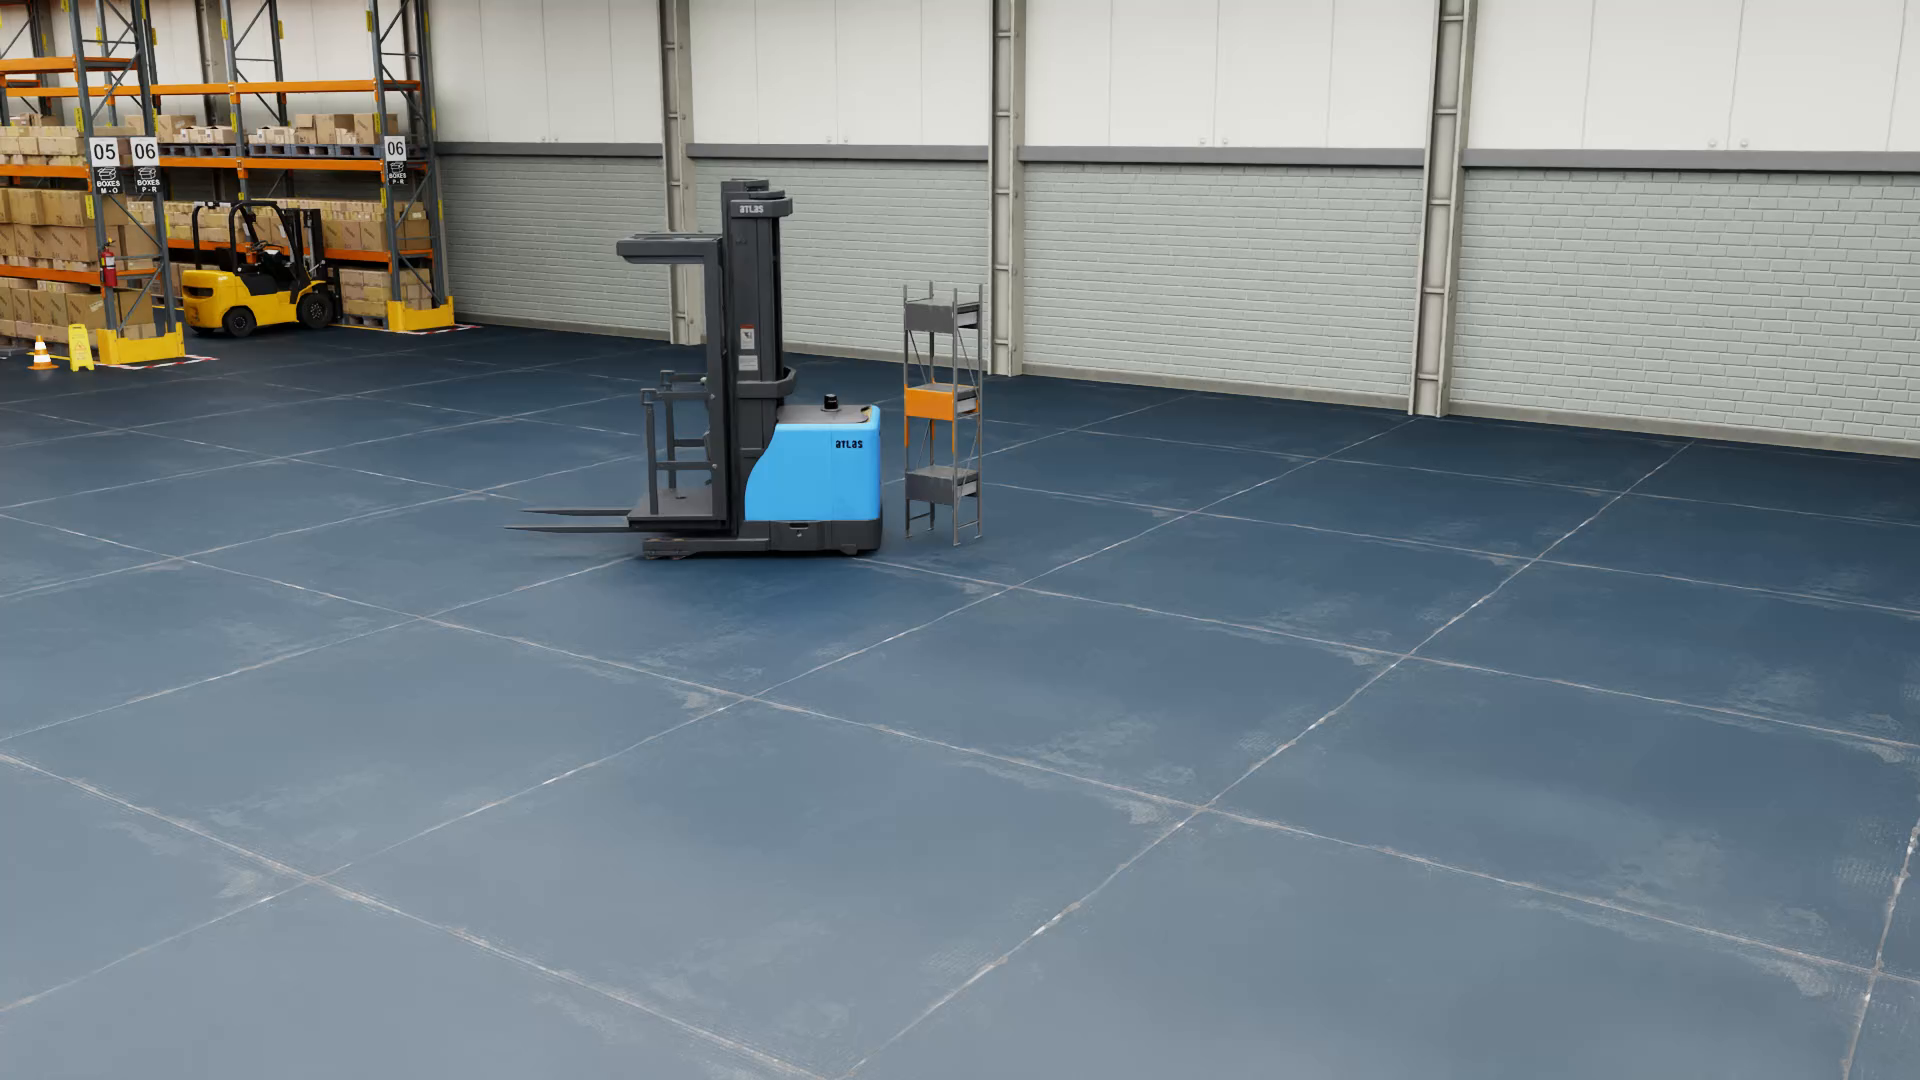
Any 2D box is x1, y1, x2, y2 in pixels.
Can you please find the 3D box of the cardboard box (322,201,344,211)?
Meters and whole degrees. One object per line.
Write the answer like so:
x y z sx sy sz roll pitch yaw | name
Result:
-10.783 -5.771 28.716 0.250 0.149 0.380 10 17 34 | cardboard box

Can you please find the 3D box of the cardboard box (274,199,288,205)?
-11.989 -5.999 29.637 0.250 0.149 0.380 9 16 32 | cardboard box

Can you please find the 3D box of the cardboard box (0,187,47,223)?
-14.282 -5.083 25.205 0.500 0.500 0.700 9 16 32 | cardboard box

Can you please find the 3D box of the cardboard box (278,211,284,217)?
-11.843 -5.799 29.448 0.250 0.149 0.380 10 17 34 | cardboard box

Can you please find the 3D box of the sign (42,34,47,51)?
-18.905 -10.269 34.306 0.005 0.325 0.100 9 17 33 | sign

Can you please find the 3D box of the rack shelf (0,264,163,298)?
-13.680 -4.035 25.377 4.000 0.370 1.077 9 17 33 | rack shelf

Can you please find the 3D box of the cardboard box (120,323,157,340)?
-12.535 -3.148 25.147 0.500 0.250 0.500 9 17 32 | cardboard box

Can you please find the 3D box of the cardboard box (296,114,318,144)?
-11.014 -7.119 28.798 0.637 0.503 0.797 10 17 35 | cardboard box

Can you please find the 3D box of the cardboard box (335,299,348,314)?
-10.637 -4.113 29.042 0.500 0.250 0.500 9 17 33 | cardboard box

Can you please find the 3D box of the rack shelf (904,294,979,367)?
-0.137 -1.708 13.496 0.480 0.518 0.431 9 17 33 | rack shelf

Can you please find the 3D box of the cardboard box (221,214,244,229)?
-13.122 -5.827 30.392 0.500 0.250 0.500 9 16 32 | cardboard box

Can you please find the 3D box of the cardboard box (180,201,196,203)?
-14.805 -6.460 32.120 0.250 0.149 0.380 9 16 32 | cardboard box

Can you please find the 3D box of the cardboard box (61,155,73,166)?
-12.697 -5.469 23.953 0.250 0.149 0.380 9 17 33 | cardboard box

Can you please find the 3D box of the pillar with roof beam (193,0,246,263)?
-16.709 -8.237 28.372 0.400 9.000 9.100 9 17 33 | pillar with roof beam

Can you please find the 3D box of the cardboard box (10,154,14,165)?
-13.936 -5.688 24.840 0.250 0.149 0.380 9 17 33 | cardboard box

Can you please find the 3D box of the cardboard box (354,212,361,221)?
-10.107 -5.535 28.384 0.250 0.149 0.380 10 17 34 | cardboard box

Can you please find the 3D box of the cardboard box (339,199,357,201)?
-10.901 -5.949 29.437 0.250 0.149 0.380 10 17 34 | cardboard box

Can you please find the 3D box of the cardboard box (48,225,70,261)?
-13.037 -4.395 24.506 0.500 0.500 0.500 9 17 33 | cardboard box

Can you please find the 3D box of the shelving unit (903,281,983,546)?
-0.137 -1.041 13.661 0.503 2.100 0.431 9 17 33 | shelving unit

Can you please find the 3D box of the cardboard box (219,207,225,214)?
-13.377 -6.082 30.590 0.250 0.149 0.380 9 17 33 | cardboard box

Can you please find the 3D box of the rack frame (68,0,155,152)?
-12.020 -7.028 23.486 0.127 3.000 1.000 9 17 33 | rack frame

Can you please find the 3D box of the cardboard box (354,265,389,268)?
-10.372 -4.698 29.327 0.500 0.250 0.500 9 17 32 | cardboard box

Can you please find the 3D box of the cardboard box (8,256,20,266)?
-14.201 -4.251 25.274 0.250 0.149 0.380 9 17 33 | cardboard box

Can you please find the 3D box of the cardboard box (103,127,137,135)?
-12.201 -5.925 24.138 0.250 0.149 0.380 9 17 32 | cardboard box

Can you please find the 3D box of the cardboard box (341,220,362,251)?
-10.233 -5.240 28.539 0.500 0.500 0.500 10 17 35 | cardboard box

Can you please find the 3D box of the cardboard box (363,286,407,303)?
-9.831 -4.221 28.439 0.500 0.250 0.500 9 16 32 | cardboard box

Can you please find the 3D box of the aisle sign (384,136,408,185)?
-9.362 -6.300 27.622 0.004 0.787 0.394 9 17 33 | aisle sign

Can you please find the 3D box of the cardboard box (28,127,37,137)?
-13.463 -6.015 24.500 0.250 0.149 0.380 9 16 31 | cardboard box

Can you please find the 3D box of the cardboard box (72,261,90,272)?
-12.722 -4.013 24.315 0.250 0.149 0.380 9 16 32 | cardboard box

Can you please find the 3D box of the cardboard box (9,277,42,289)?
-14.277 -3.934 25.412 0.250 0.149 0.380 10 17 36 | cardboard box

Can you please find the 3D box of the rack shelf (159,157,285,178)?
-14.232 -7.017 31.183 4.000 0.370 1.077 9 17 33 | rack shelf

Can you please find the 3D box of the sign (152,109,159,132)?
-11.717 -6.104 24.178 0.005 0.325 0.100 9 17 33 | sign

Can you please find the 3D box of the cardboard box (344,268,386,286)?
-10.236 -4.527 28.637 0.500 0.250 0.500 10 17 34 | cardboard box

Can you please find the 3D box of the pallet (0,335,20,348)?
-14.762 -3.216 26.374 1.213 0.211 1.003 9 17 33 | pallet

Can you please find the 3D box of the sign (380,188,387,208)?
-9.567 -5.677 27.610 0.005 0.325 0.100 9 17 33 | sign

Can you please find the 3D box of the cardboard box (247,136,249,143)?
-13.167 -7.382 30.599 0.250 0.149 0.380 9 17 33 | cardboard box

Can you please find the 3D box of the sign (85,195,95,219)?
-12.346 -4.723 23.594 0.005 0.325 0.100 9 17 33 | sign

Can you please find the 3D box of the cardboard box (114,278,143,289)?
-16.362 -5.183 32.847 0.500 0.500 0.500 10 17 34 | cardboard box

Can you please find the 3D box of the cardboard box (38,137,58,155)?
-13.004 -5.729 24.173 0.500 0.250 0.500 9 16 32 | cardboard box

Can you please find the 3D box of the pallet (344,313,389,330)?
-9.911 -3.847 28.923 1.213 0.211 1.003 9 17 33 | pallet

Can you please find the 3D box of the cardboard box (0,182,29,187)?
-20.297 -7.404 35.621 0.500 0.500 0.500 9 16 31 | cardboard box

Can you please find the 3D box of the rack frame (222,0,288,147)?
-12.572 -8.554 29.653 0.127 3.000 1.000 9 17 33 | rack frame

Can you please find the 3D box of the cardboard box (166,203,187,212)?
-14.714 -6.270 31.350 0.250 0.149 0.380 10 17 34 | cardboard box

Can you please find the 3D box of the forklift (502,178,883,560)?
-2.161 -1.396 13.362 3.031 2.935 1.130 0 14 -1 | forklift

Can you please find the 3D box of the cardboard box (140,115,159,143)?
-14.952 -7.742 31.324 0.500 0.500 0.700 9 16 32 | cardboard box

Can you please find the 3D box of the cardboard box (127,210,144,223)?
-15.673 -6.235 32.042 0.500 0.250 0.500 9 17 33 | cardboard box

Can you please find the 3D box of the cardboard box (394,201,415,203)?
-9.598 -5.749 28.630 0.250 0.149 0.380 10 17 35 | cardboard box

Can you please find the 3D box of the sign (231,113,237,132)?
-12.867 -7.393 29.471 0.005 0.325 0.100 9 17 33 | sign
